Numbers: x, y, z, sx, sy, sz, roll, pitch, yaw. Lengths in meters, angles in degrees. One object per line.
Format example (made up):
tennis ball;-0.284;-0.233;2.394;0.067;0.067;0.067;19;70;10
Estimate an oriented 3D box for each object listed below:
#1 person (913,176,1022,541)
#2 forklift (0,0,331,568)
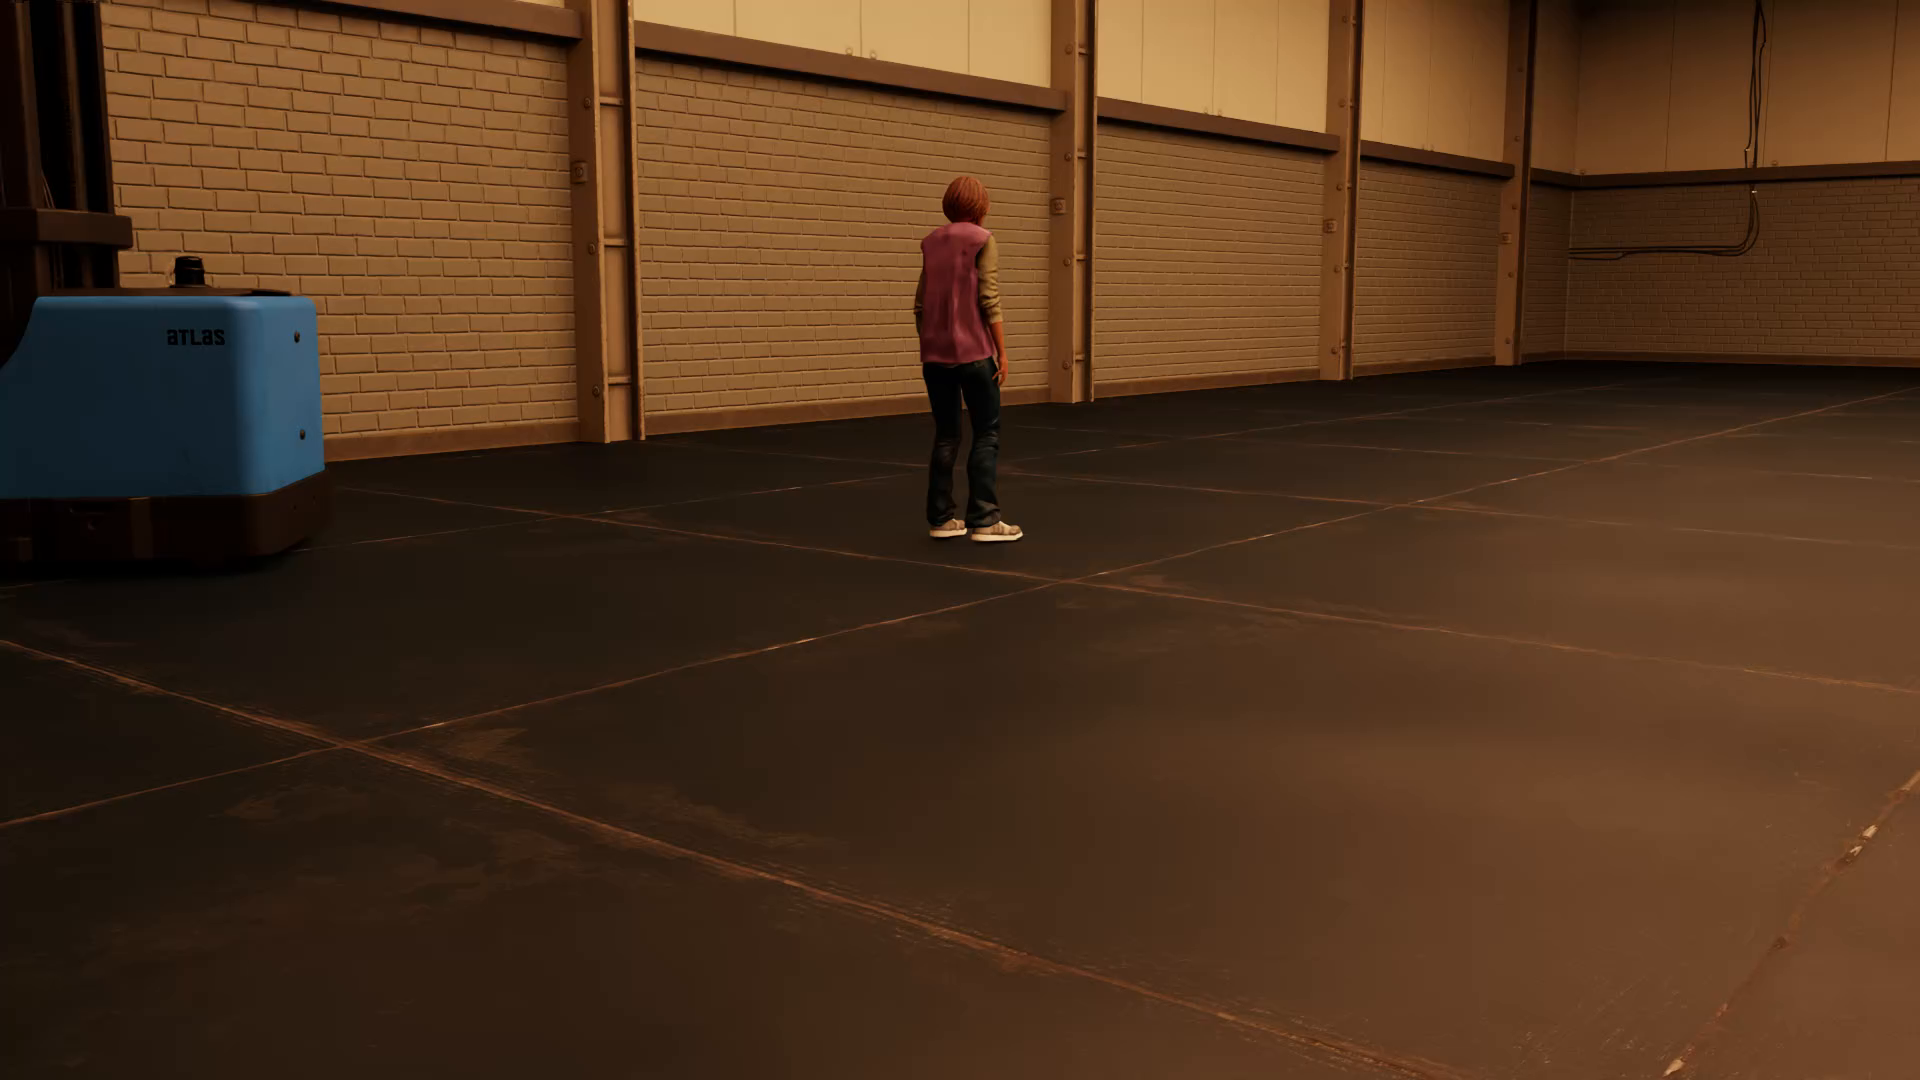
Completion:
person;0.008;-0.790;7.310;0.467;1.591;0.344;6;10;37
forklift;-4.250;-1.363;6.596;3.031;2.935;1.130;-1;8;-7
